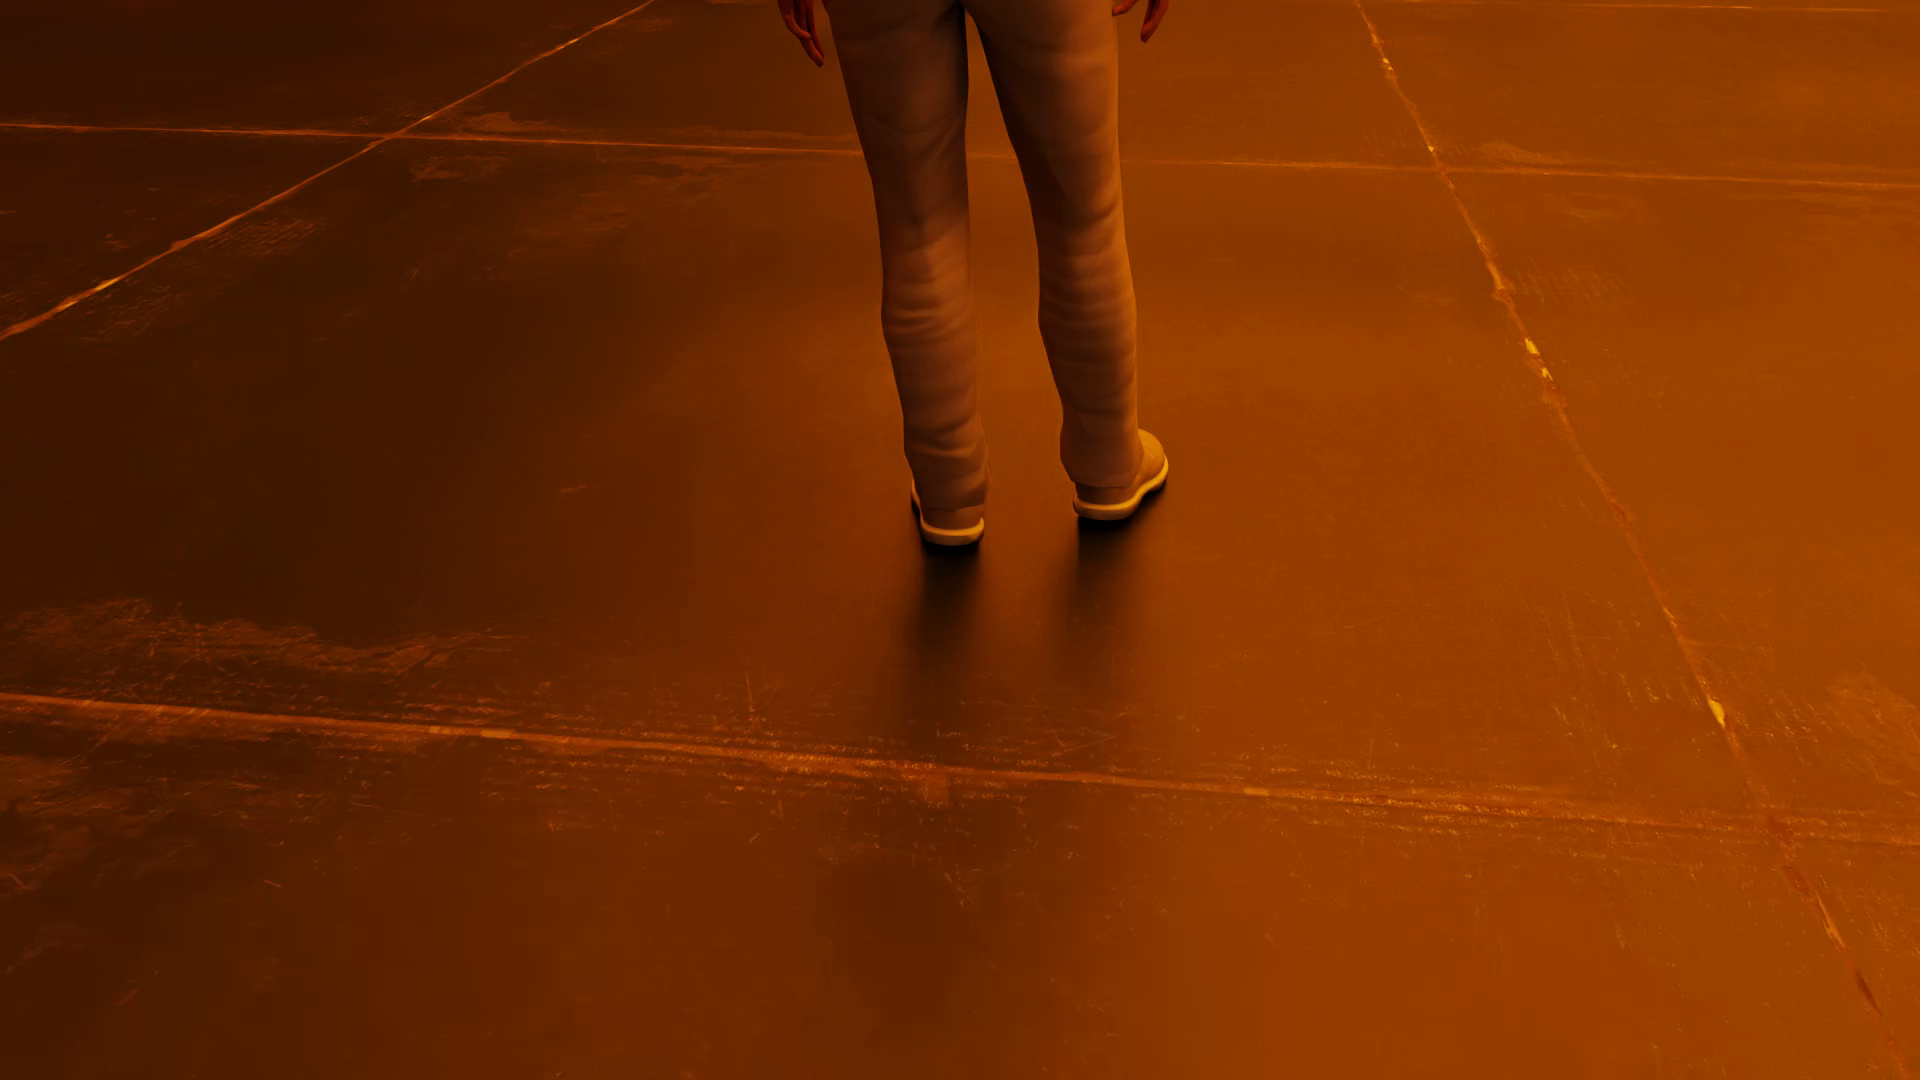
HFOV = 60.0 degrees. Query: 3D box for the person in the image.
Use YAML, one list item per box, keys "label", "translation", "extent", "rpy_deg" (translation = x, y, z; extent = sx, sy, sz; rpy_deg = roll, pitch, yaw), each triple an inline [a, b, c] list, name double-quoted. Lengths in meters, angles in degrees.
- label: "person"
  translation: [0.030, -0.796, 2.182]
  extent: [0.569, 1.695, 0.530]
  rpy_deg: [3, 27, 7]
